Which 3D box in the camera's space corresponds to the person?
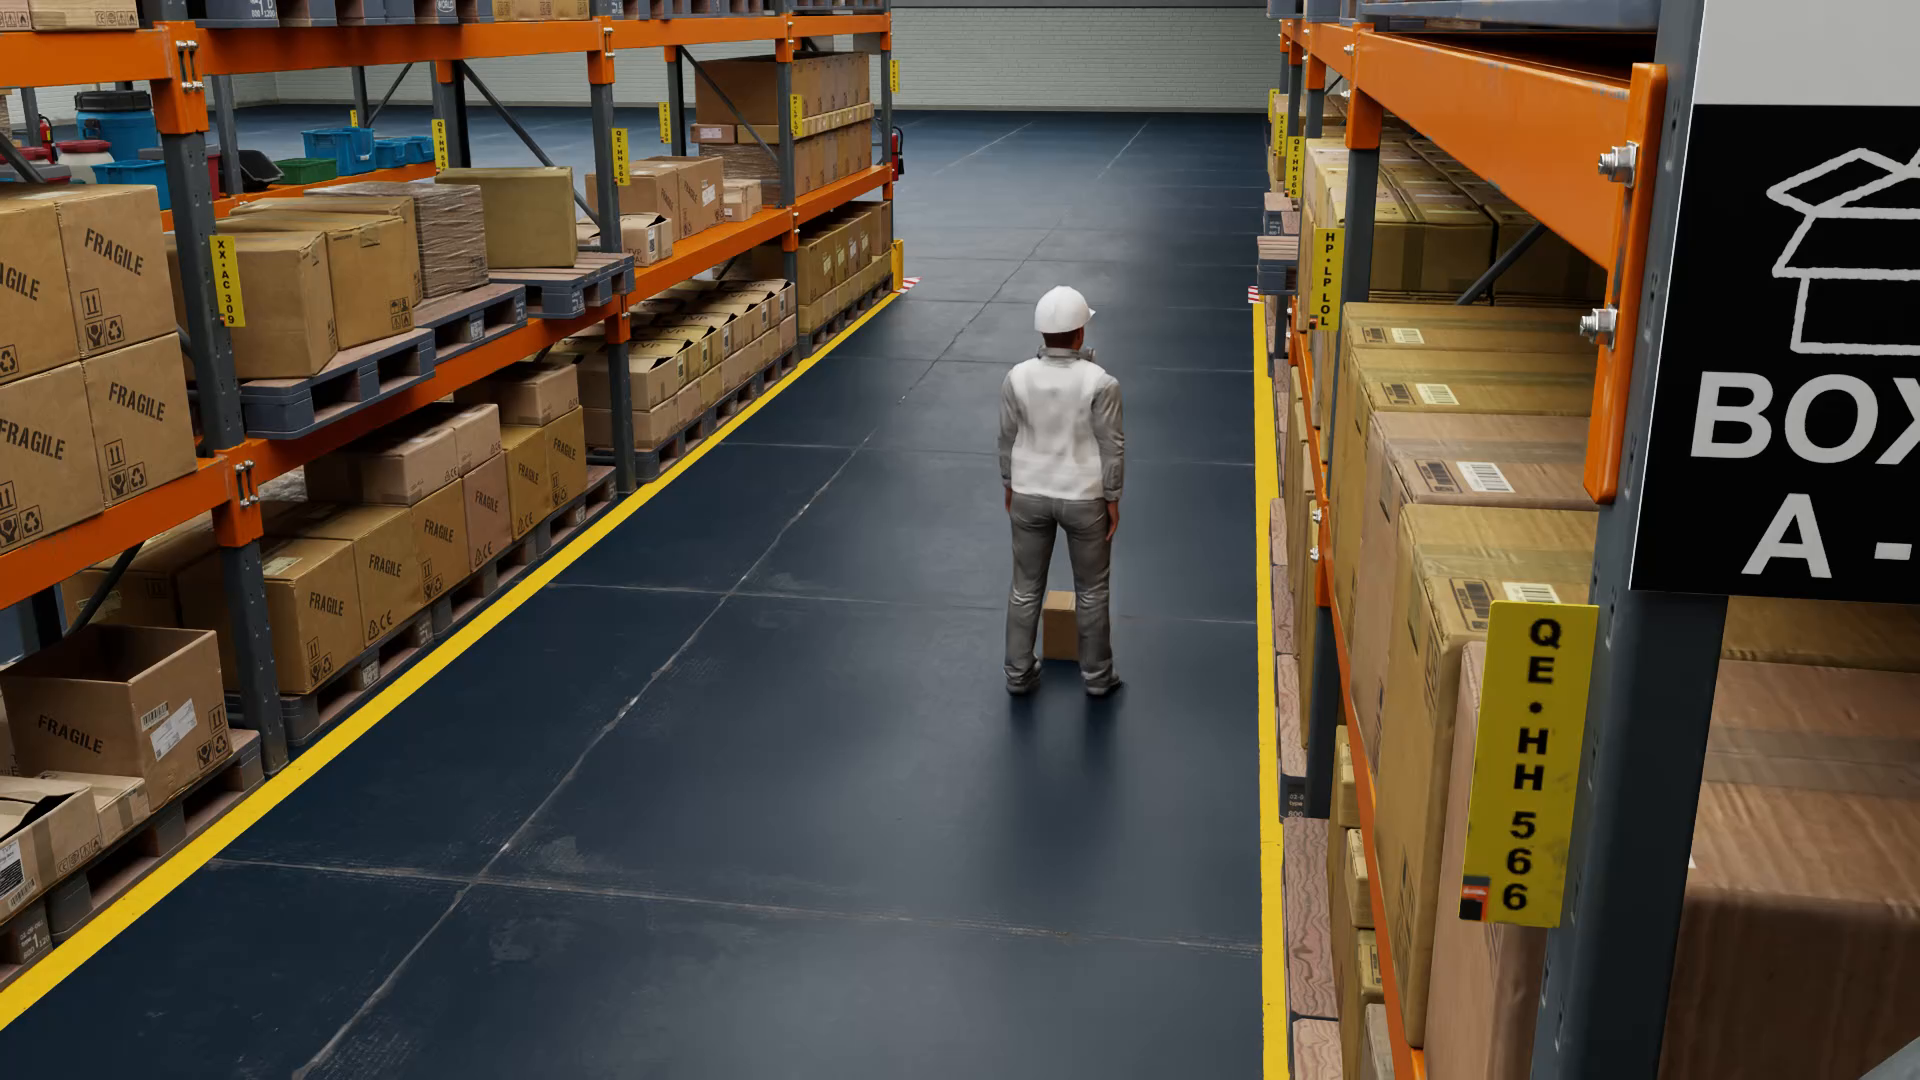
[{"bbox_3d":[0.441,-0.197,7.087,0.552,1.790,0.428,5,18,16],"label":"person"}]
